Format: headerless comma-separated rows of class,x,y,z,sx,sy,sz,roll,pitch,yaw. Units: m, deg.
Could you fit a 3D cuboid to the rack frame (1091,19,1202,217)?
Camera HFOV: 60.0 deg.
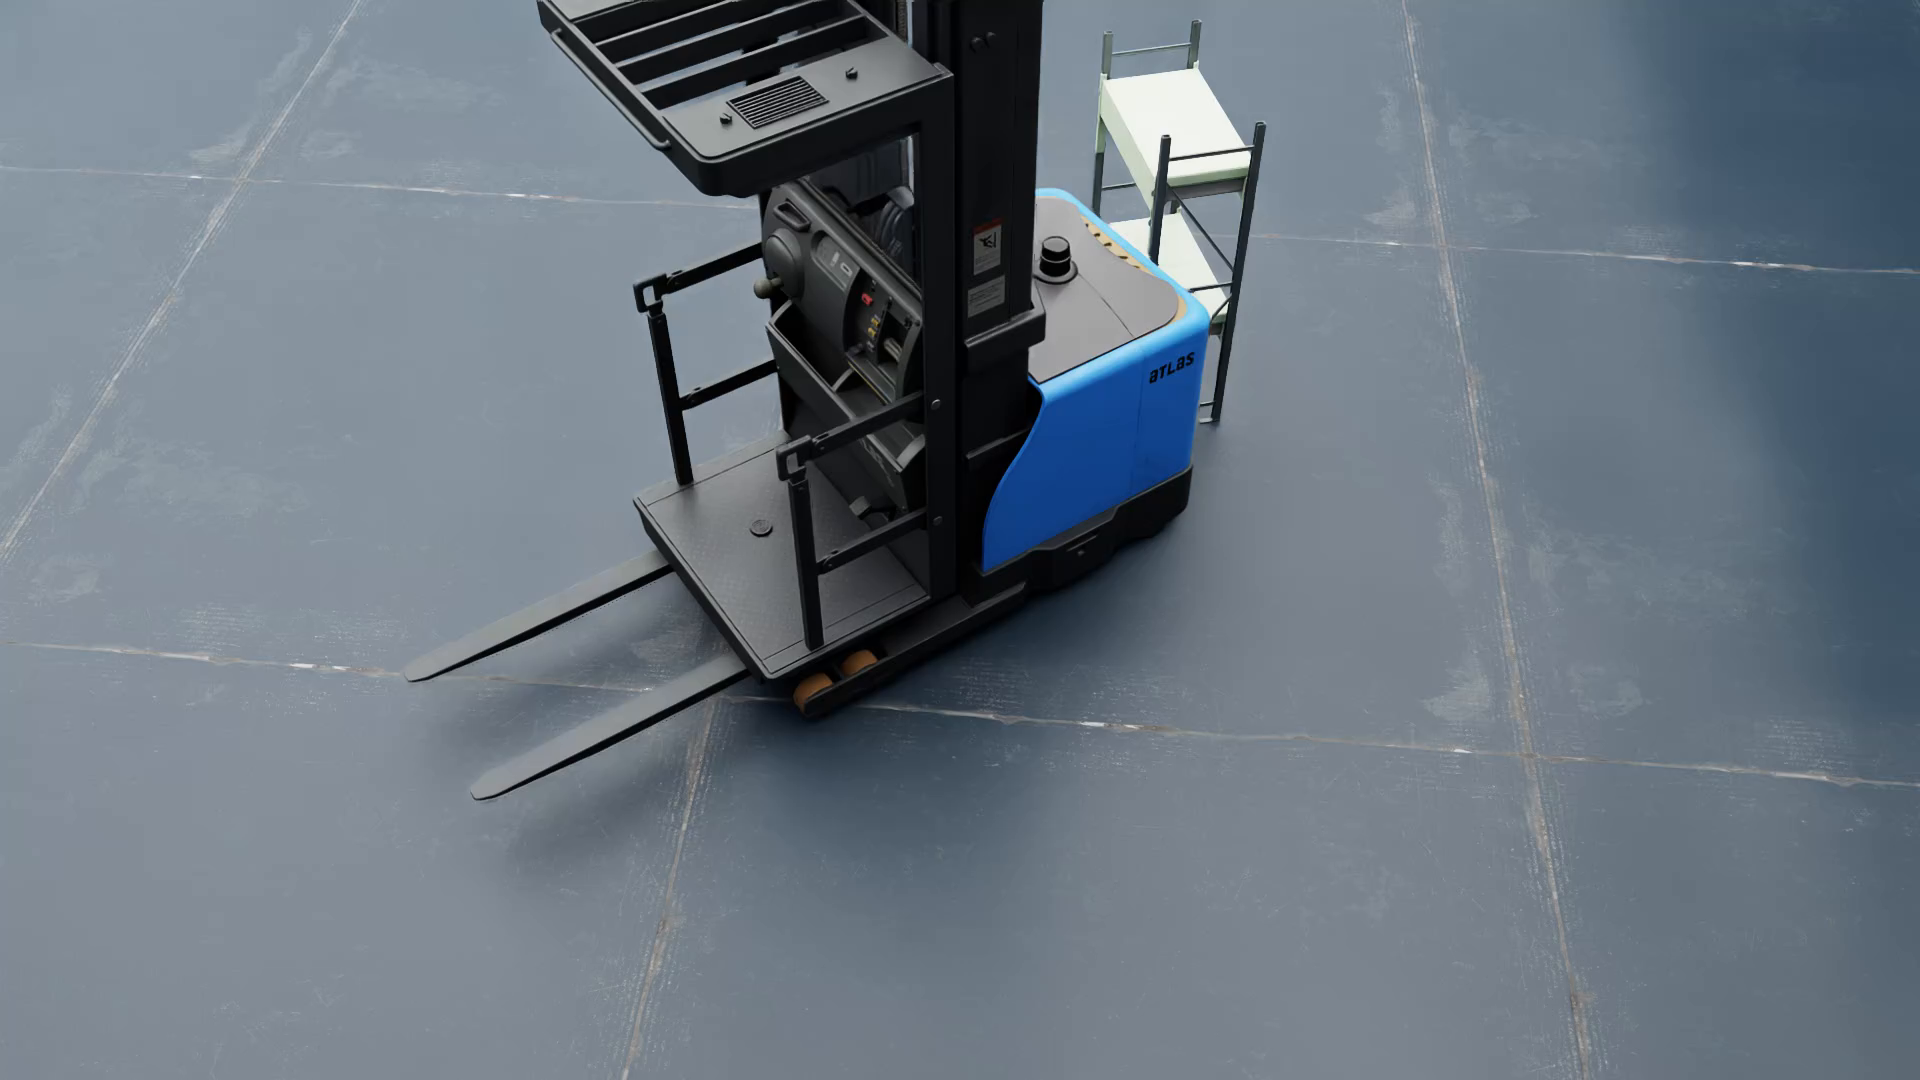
rack frame,0.762,-1.523,7.127,0.400,1.500,0.023,-10,48,-9

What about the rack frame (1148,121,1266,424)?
rack frame,0.931,-0.998,6.646,0.400,1.500,0.023,-10,48,-9

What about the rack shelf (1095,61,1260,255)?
rack shelf,0.846,-1.524,6.599,0.431,0.370,0.720,-10,48,-9

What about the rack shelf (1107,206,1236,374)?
rack shelf,0.846,-1.040,7.127,0.431,0.370,0.720,-10,48,-9

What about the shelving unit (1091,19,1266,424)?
shelving unit,0.846,-1.261,6.887,0.431,1.500,0.755,-10,48,-9

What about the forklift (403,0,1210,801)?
forklift,-0.574,-0.784,5.480,3.031,2.935,1.130,-26,53,-22
